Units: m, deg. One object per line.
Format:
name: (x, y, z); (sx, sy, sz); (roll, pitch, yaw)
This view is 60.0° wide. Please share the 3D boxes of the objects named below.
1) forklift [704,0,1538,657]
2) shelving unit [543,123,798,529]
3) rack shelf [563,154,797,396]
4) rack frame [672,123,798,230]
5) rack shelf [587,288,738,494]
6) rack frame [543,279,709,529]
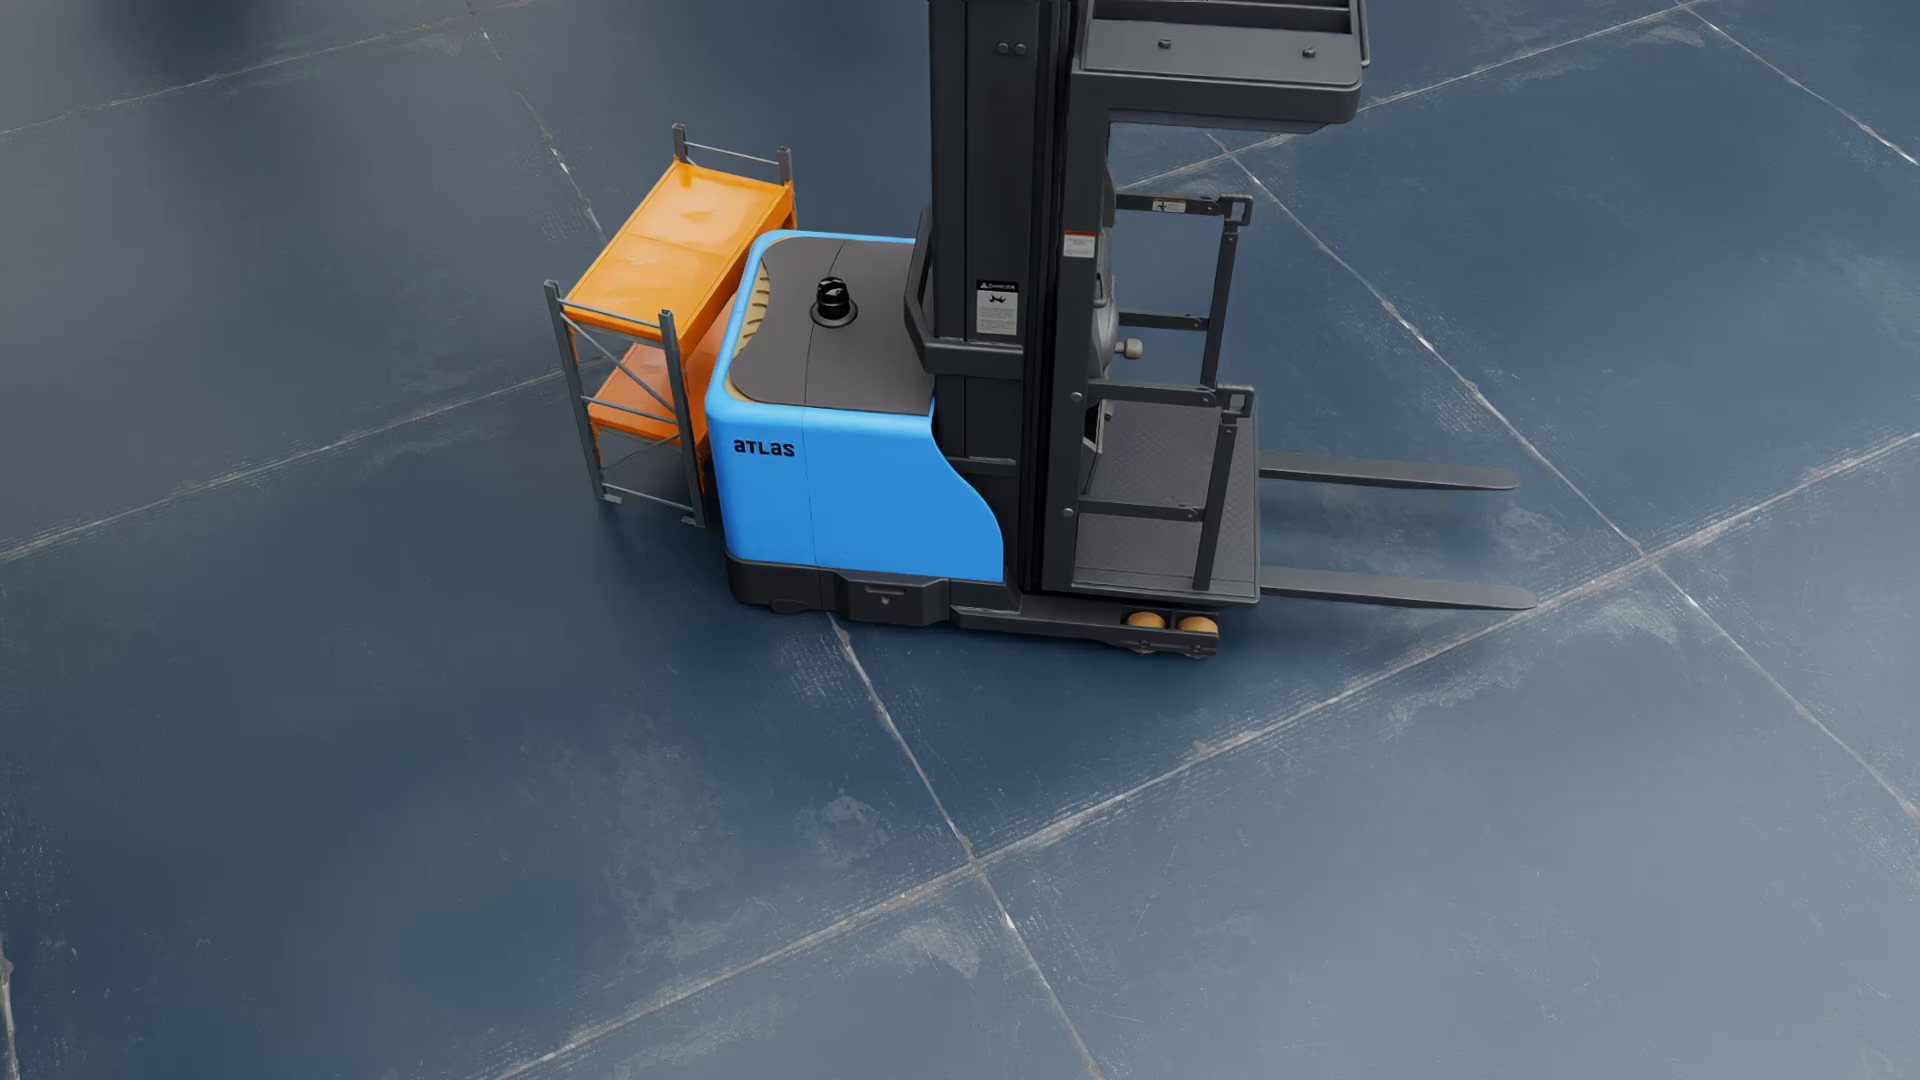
forklift: (0.663, -0.949, 5.525); (3.031, 2.935, 1.130); (5, 49, 4)
shelving unit: (-1.076, -0.849, 6.638); (0.538, 1.125, 1.048); (15, 51, 13)
rack shelf: (-1.077, -1.042, 6.418); (0.538, 0.278, 1.000); (15, 51, 13)
rack frame: (-0.901, -1.209, 6.952); (0.500, 1.125, 0.032); (15, 51, 13)
rack shelf: (-1.076, -0.688, 6.822); (0.538, 0.278, 1.000); (15, 51, 13)
rack frame: (-1.252, -0.490, 6.324); (0.500, 1.125, 0.032); (15, 51, 13)
